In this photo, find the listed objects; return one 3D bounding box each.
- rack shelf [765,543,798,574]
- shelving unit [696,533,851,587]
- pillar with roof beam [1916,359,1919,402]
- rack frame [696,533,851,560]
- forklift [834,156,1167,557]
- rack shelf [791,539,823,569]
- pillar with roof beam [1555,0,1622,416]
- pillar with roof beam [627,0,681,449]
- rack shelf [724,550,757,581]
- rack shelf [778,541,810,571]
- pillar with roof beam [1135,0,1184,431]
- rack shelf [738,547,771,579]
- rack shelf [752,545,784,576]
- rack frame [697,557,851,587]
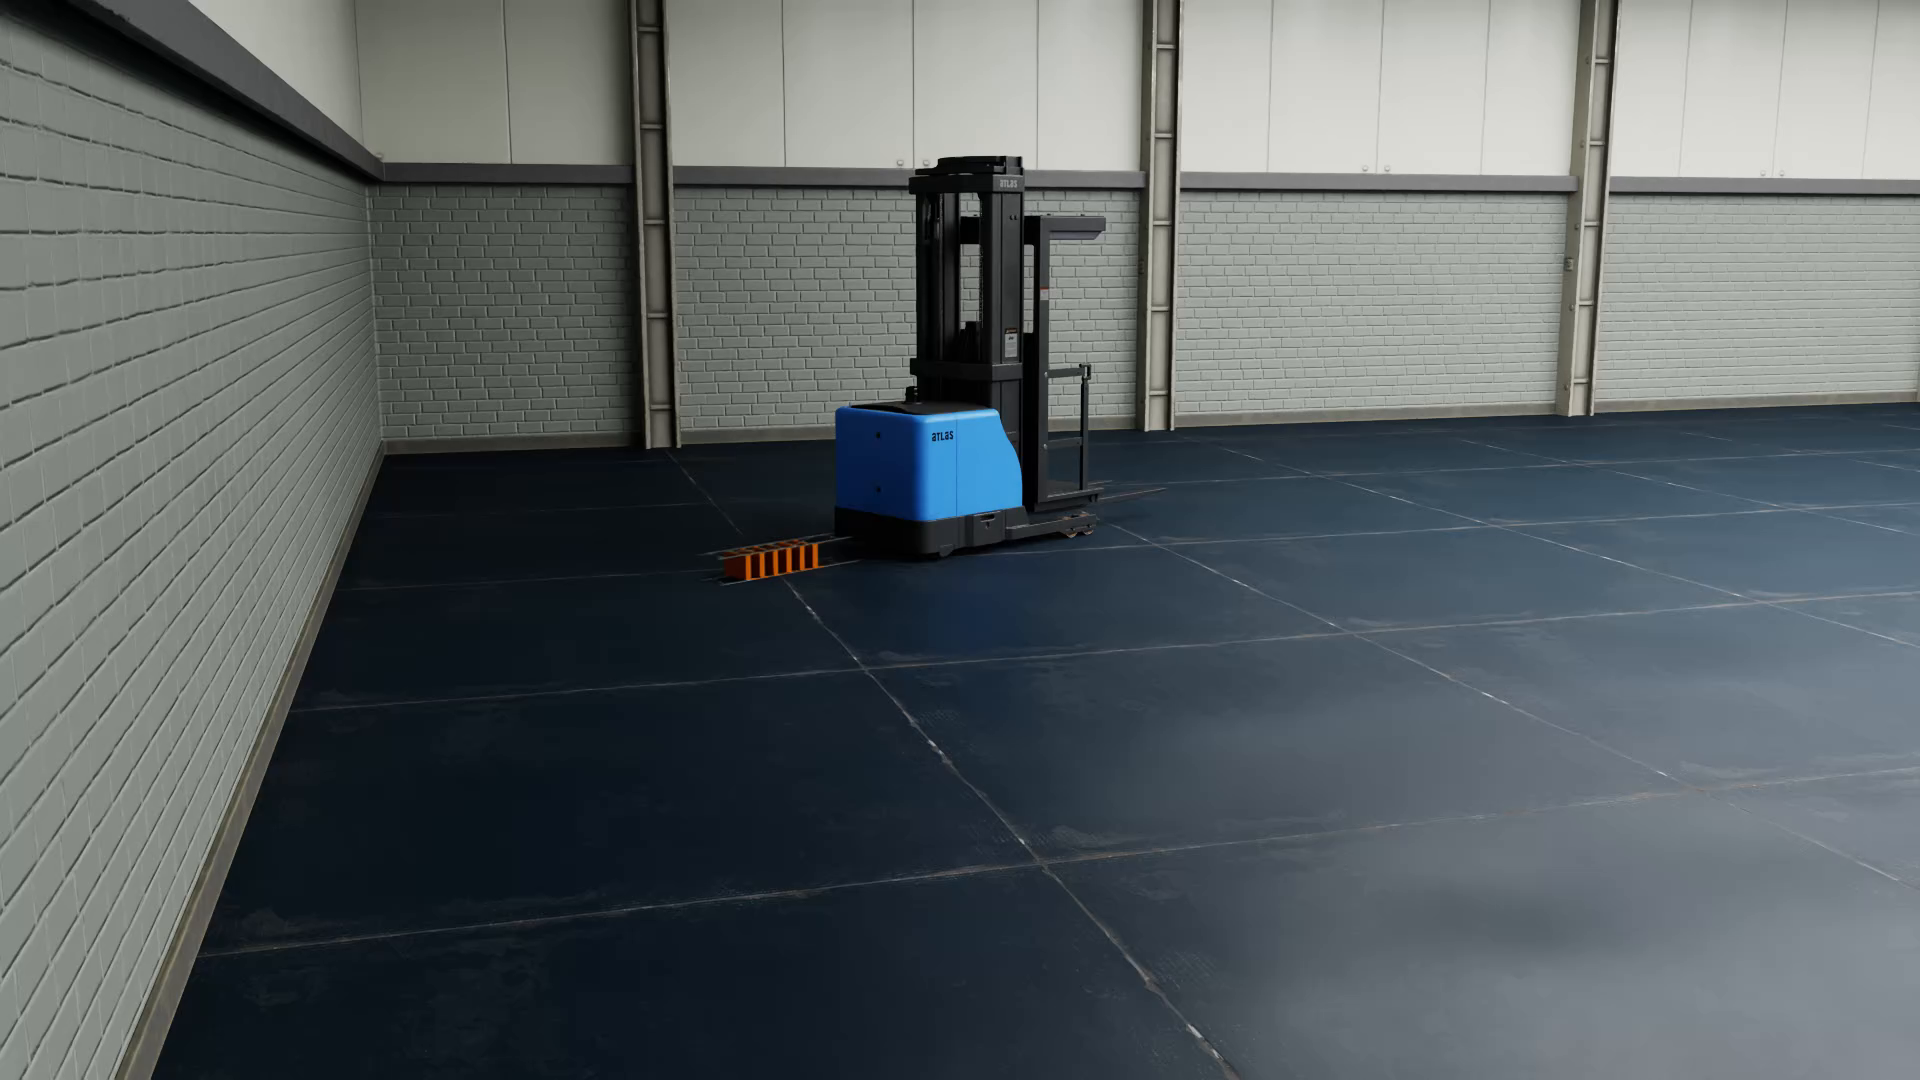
[{"bbox_3d":[-1.274,0.127,11.821,0.103,0.180,0.258,-10,15,-44],"label":"rack shelf"},{"bbox_3d":[-1.306,0.133,11.790,1.200,0.189,0.258,-10,15,-44],"label":"shelving unit"},{"bbox_3d":[15.117,-5.646,18.858,0.400,9.000,9.100,-3,11,-16],"label":"pillar with roof beam"},{"bbox_3d":[-1.306,0.043,11.773,1.200,0.006,0.240,-10,15,-44],"label":"rack frame"},{"bbox_3d":[0.450,-1.519,13.204,3.031,2.935,1.130,-10,14,-43],"label":"forklift"},{"bbox_3d":[-1.104,0.096,11.988,0.103,0.180,0.258,-10,15,-44],"label":"rack shelf"},{"bbox_3d":[9.356,-5.342,17.209,0.400,9.000,9.100,-3,11,-16],"label":"pillar with roof beam"},{"bbox_3d":[-2.166,-4.735,13.910,0.400,9.000,9.100,-3,11,-16],"label":"pillar with roof beam"},{"bbox_3d":[-1.529,0.173,11.571,0.103,0.180,0.258,-10,15,-44],"label":"rack shelf"},{"bbox_3d":[-1.189,0.112,11.904,0.103,0.180,0.258,-10,15,-44],"label":"rack shelf"},{"bbox_3d":[3.595,-5.038,15.560,0.400,9.000,9.100,-3,11,-16],"label":"pillar with roof beam"},{"bbox_3d":[-1.444,0.158,11.654,0.103,0.180,0.258,-10,15,-44],"label":"rack shelf"},{"bbox_3d":[-1.359,0.143,11.738,0.103,0.180,0.258,-10,15,-44],"label":"rack shelf"},{"bbox_3d":[-1.306,0.223,11.807,1.200,0.006,0.240,-10,15,-44],"label":"rack frame"}]
